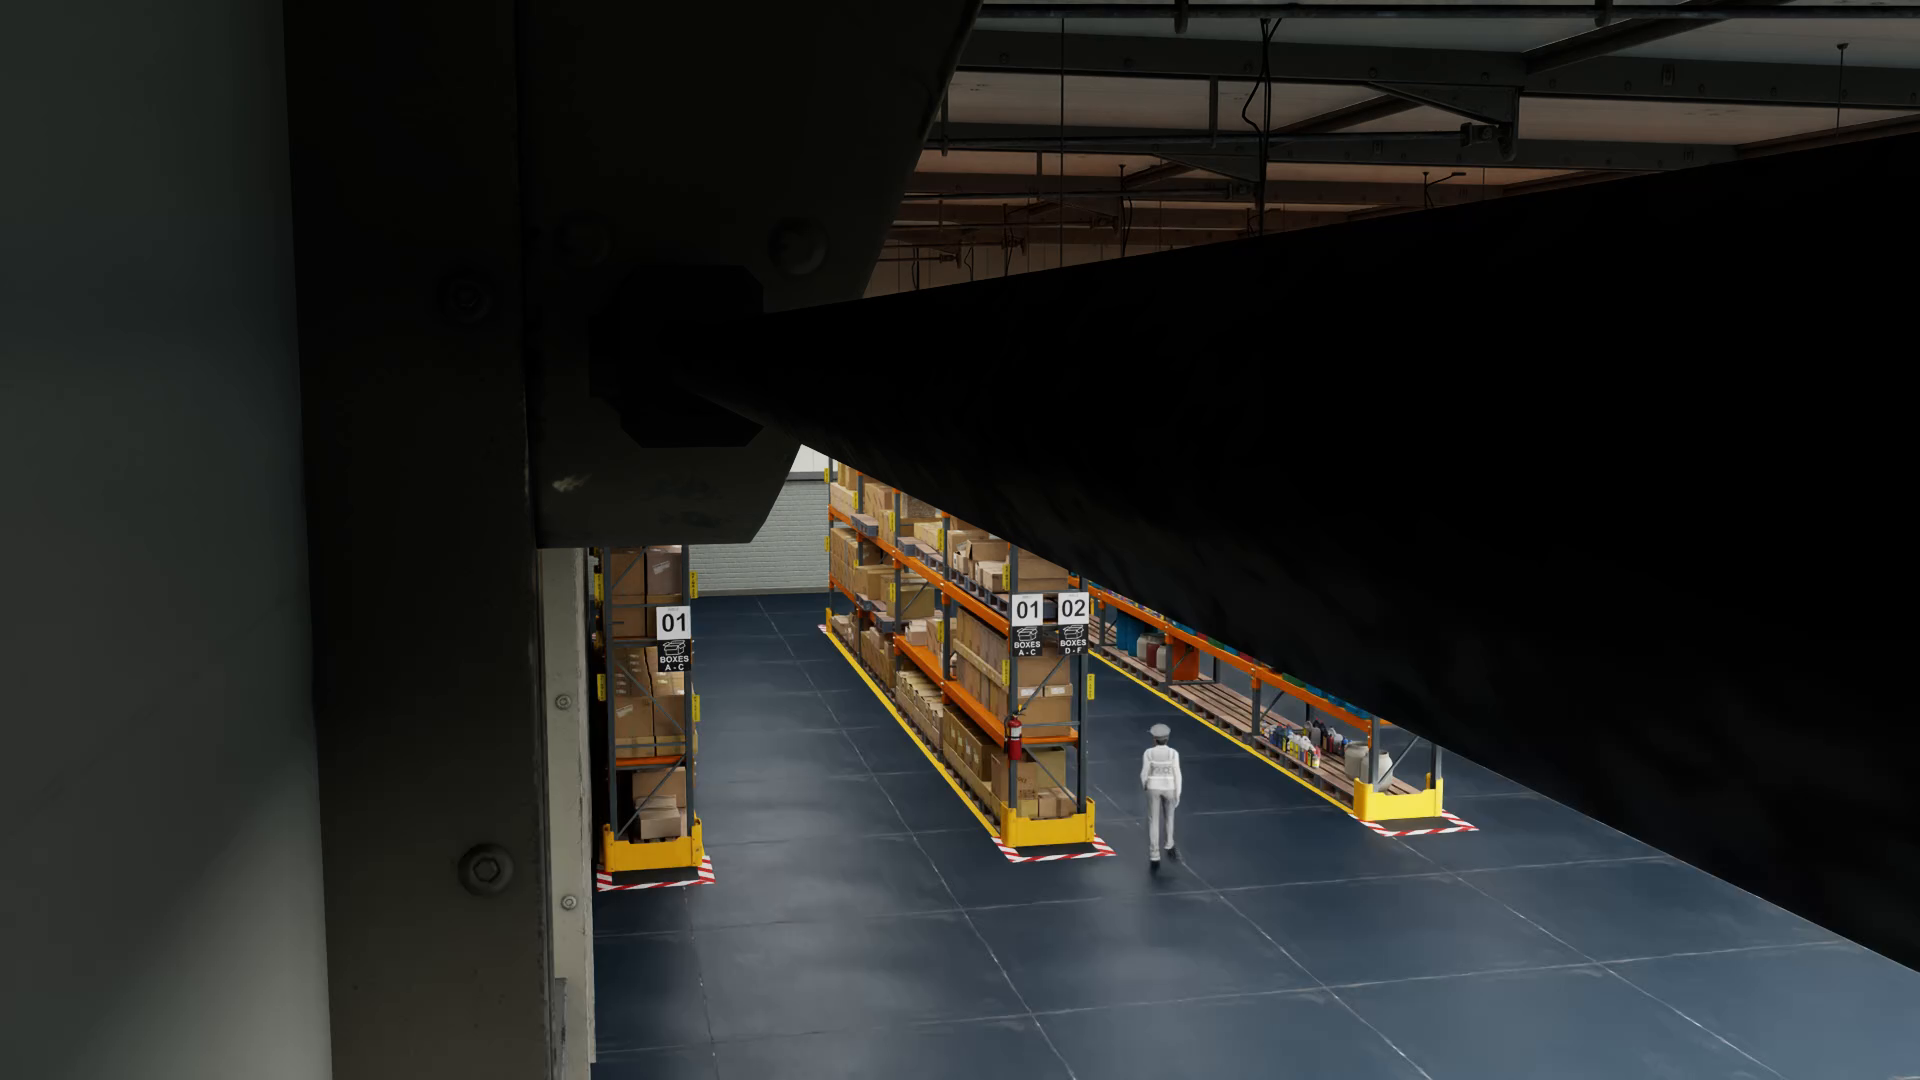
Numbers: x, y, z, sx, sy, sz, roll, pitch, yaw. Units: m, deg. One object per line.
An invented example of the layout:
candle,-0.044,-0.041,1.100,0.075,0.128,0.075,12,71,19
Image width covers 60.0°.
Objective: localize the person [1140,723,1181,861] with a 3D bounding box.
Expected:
person,2.468,3.071,20.445,0.499,1.632,0.987,1,7,7
